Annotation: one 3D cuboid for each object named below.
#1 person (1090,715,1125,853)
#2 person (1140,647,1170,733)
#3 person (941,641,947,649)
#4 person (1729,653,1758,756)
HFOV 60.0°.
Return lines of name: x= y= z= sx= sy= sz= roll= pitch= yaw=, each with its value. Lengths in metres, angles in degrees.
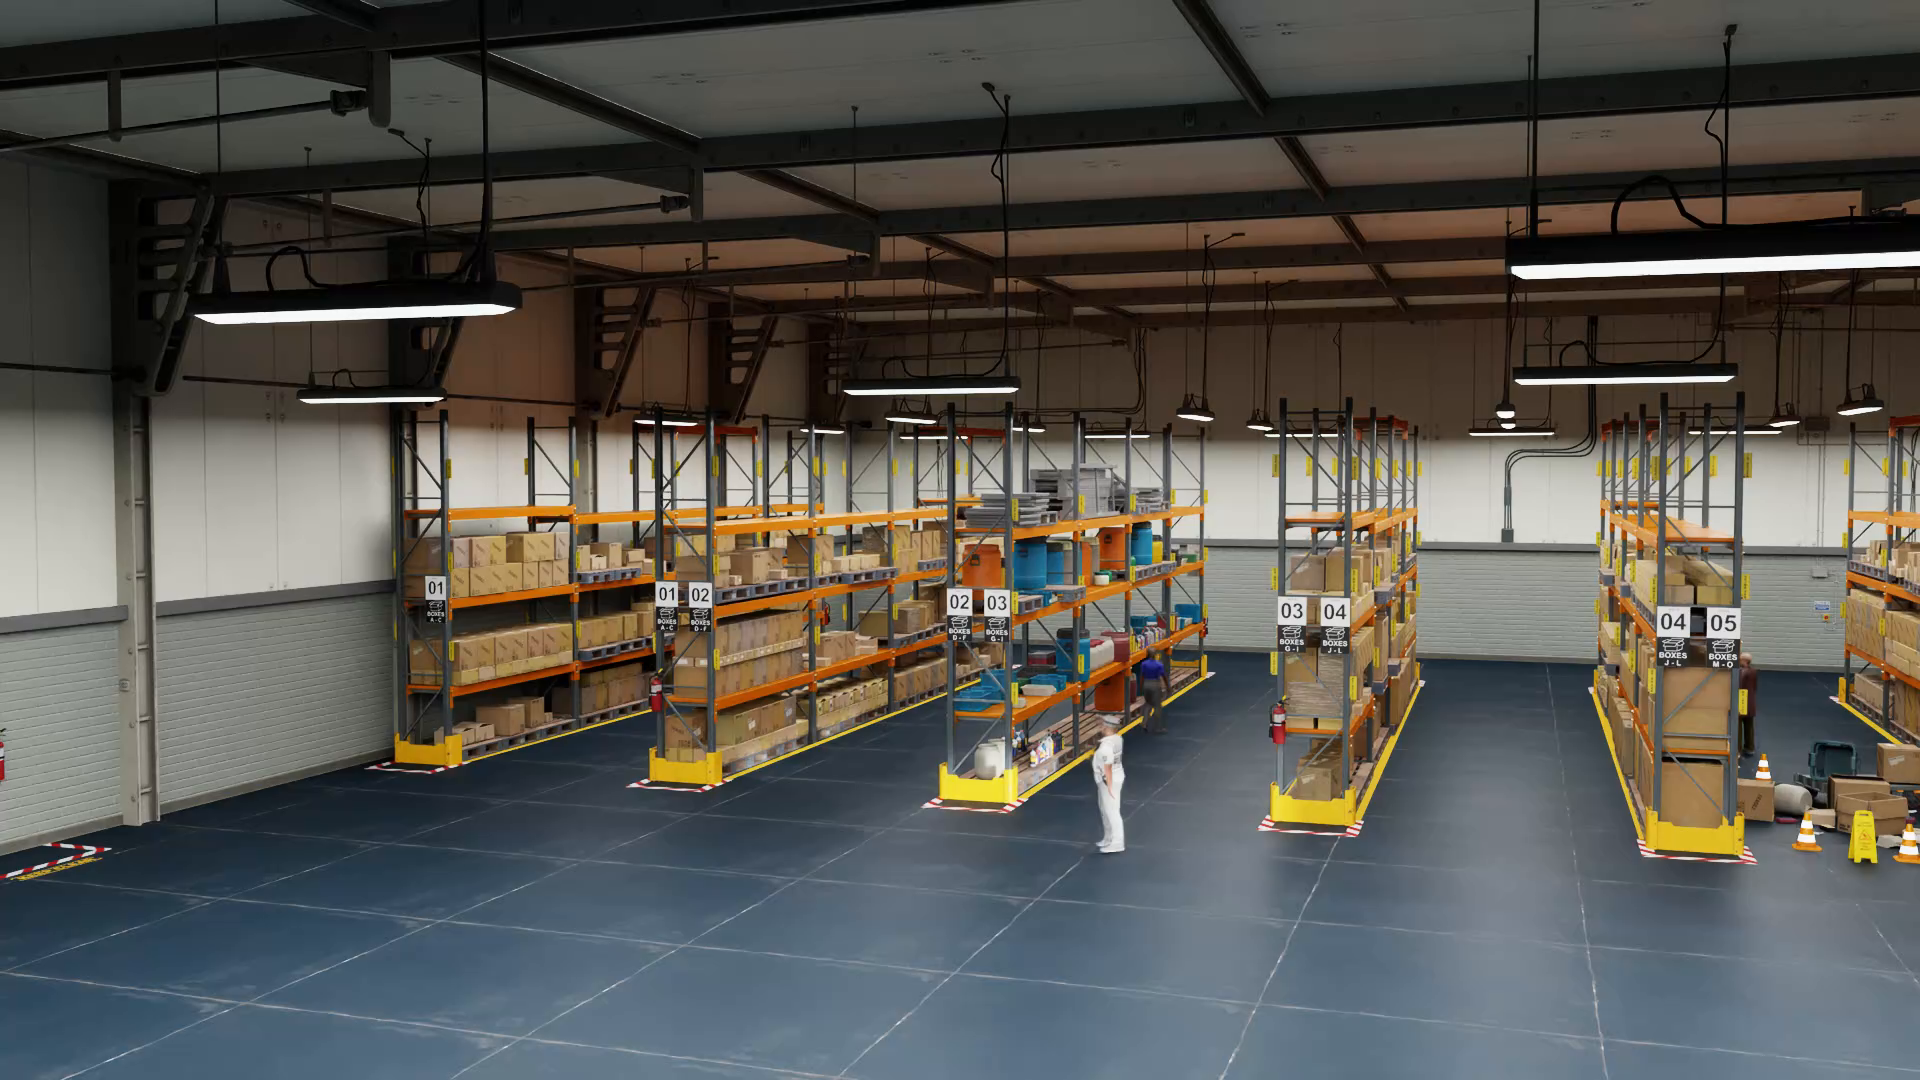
person: x=1.939 y=3.192 z=21.819 sx=0.442 sy=1.805 sz=0.737 roll=0 pitch=2 yaw=7
person: x=3.681 y=2.844 z=31.468 sx=0.501 sy=1.684 sz=0.514 roll=2 pitch=3 yaw=43
person: x=-0.673 y=2.176 z=46.074 sx=1.012 sy=1.723 sz=0.617 roll=2 pitch=3 yaw=38
person: x=13.711 y=2.868 z=29.128 sx=0.612 sy=1.789 sz=0.443 roll=-1 pitch=3 yaw=-16
